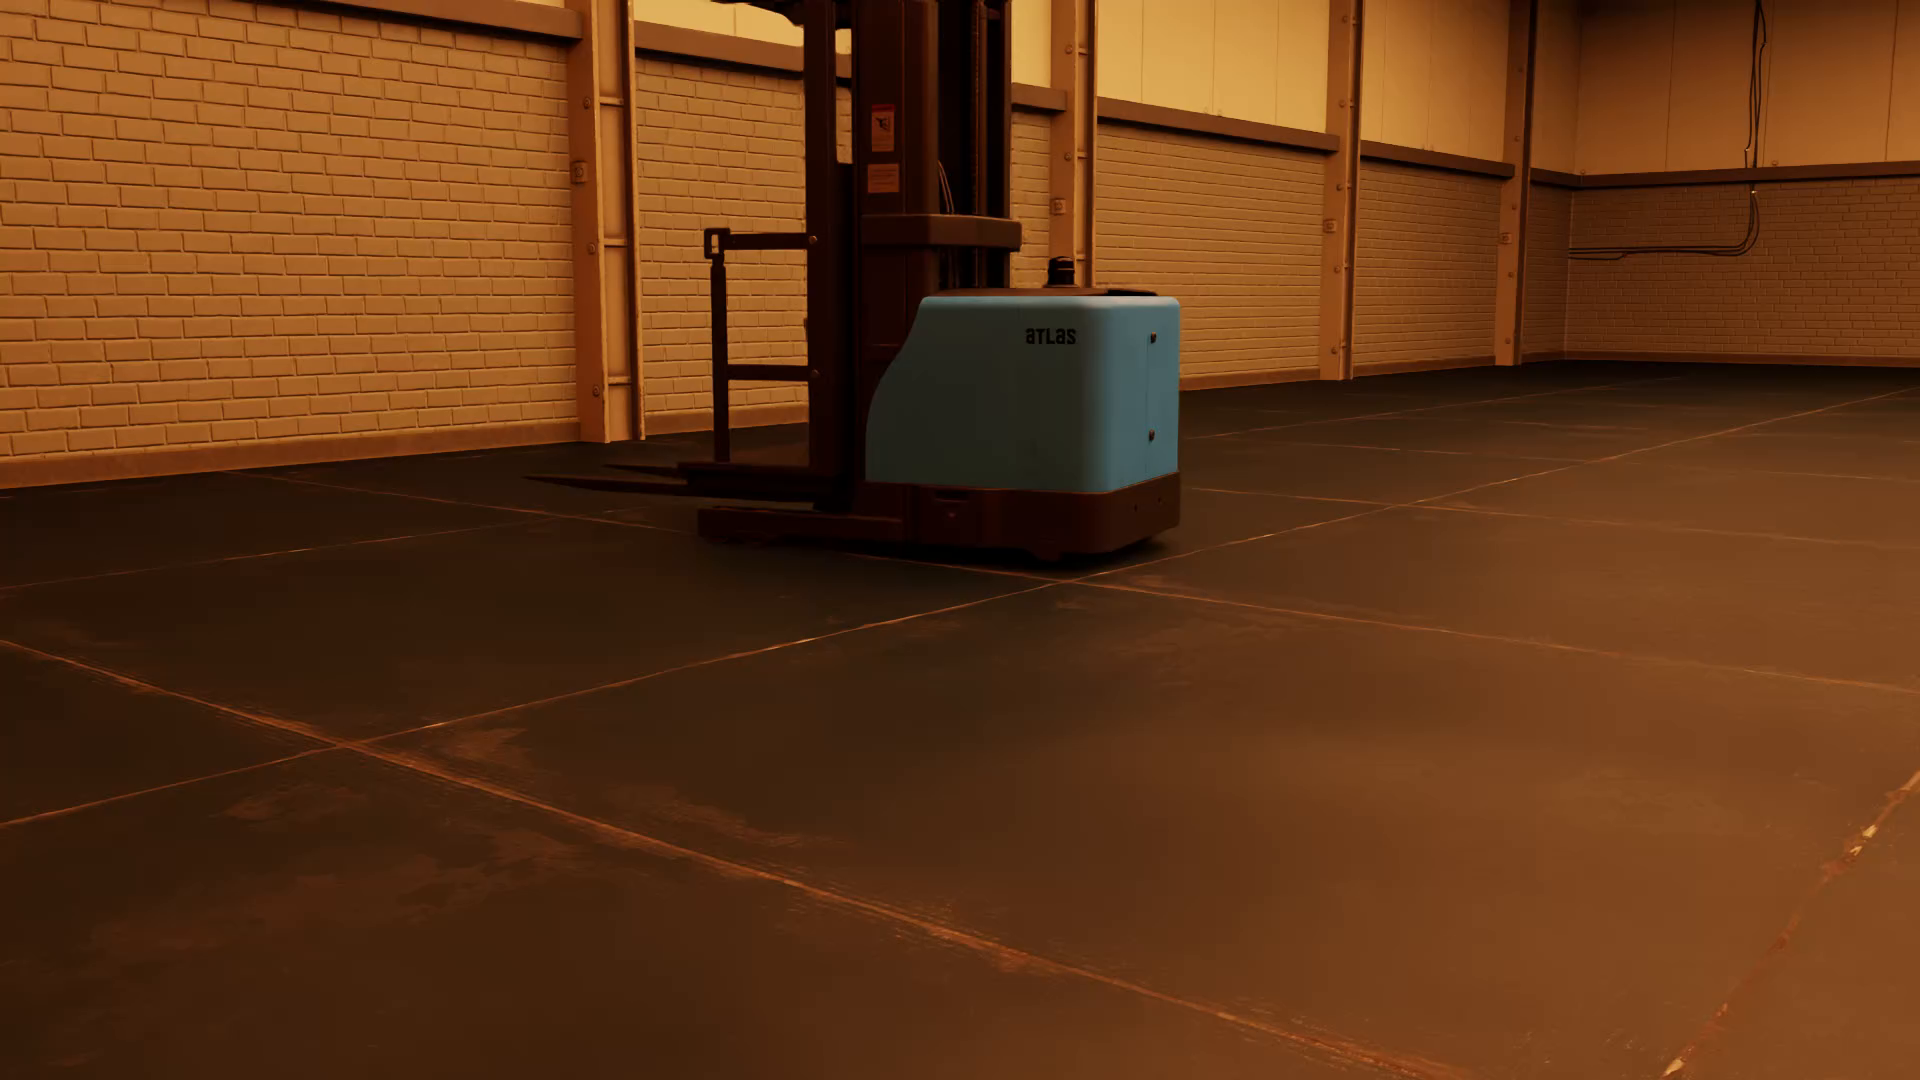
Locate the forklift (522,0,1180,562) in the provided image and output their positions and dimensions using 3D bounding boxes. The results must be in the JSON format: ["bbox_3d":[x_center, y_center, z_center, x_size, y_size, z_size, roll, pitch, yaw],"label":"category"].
[{"bbox_3d":[-0.585,-1.482,7.411,3.031,2.935,1.130,4,9,25],"label":"forklift"}]
